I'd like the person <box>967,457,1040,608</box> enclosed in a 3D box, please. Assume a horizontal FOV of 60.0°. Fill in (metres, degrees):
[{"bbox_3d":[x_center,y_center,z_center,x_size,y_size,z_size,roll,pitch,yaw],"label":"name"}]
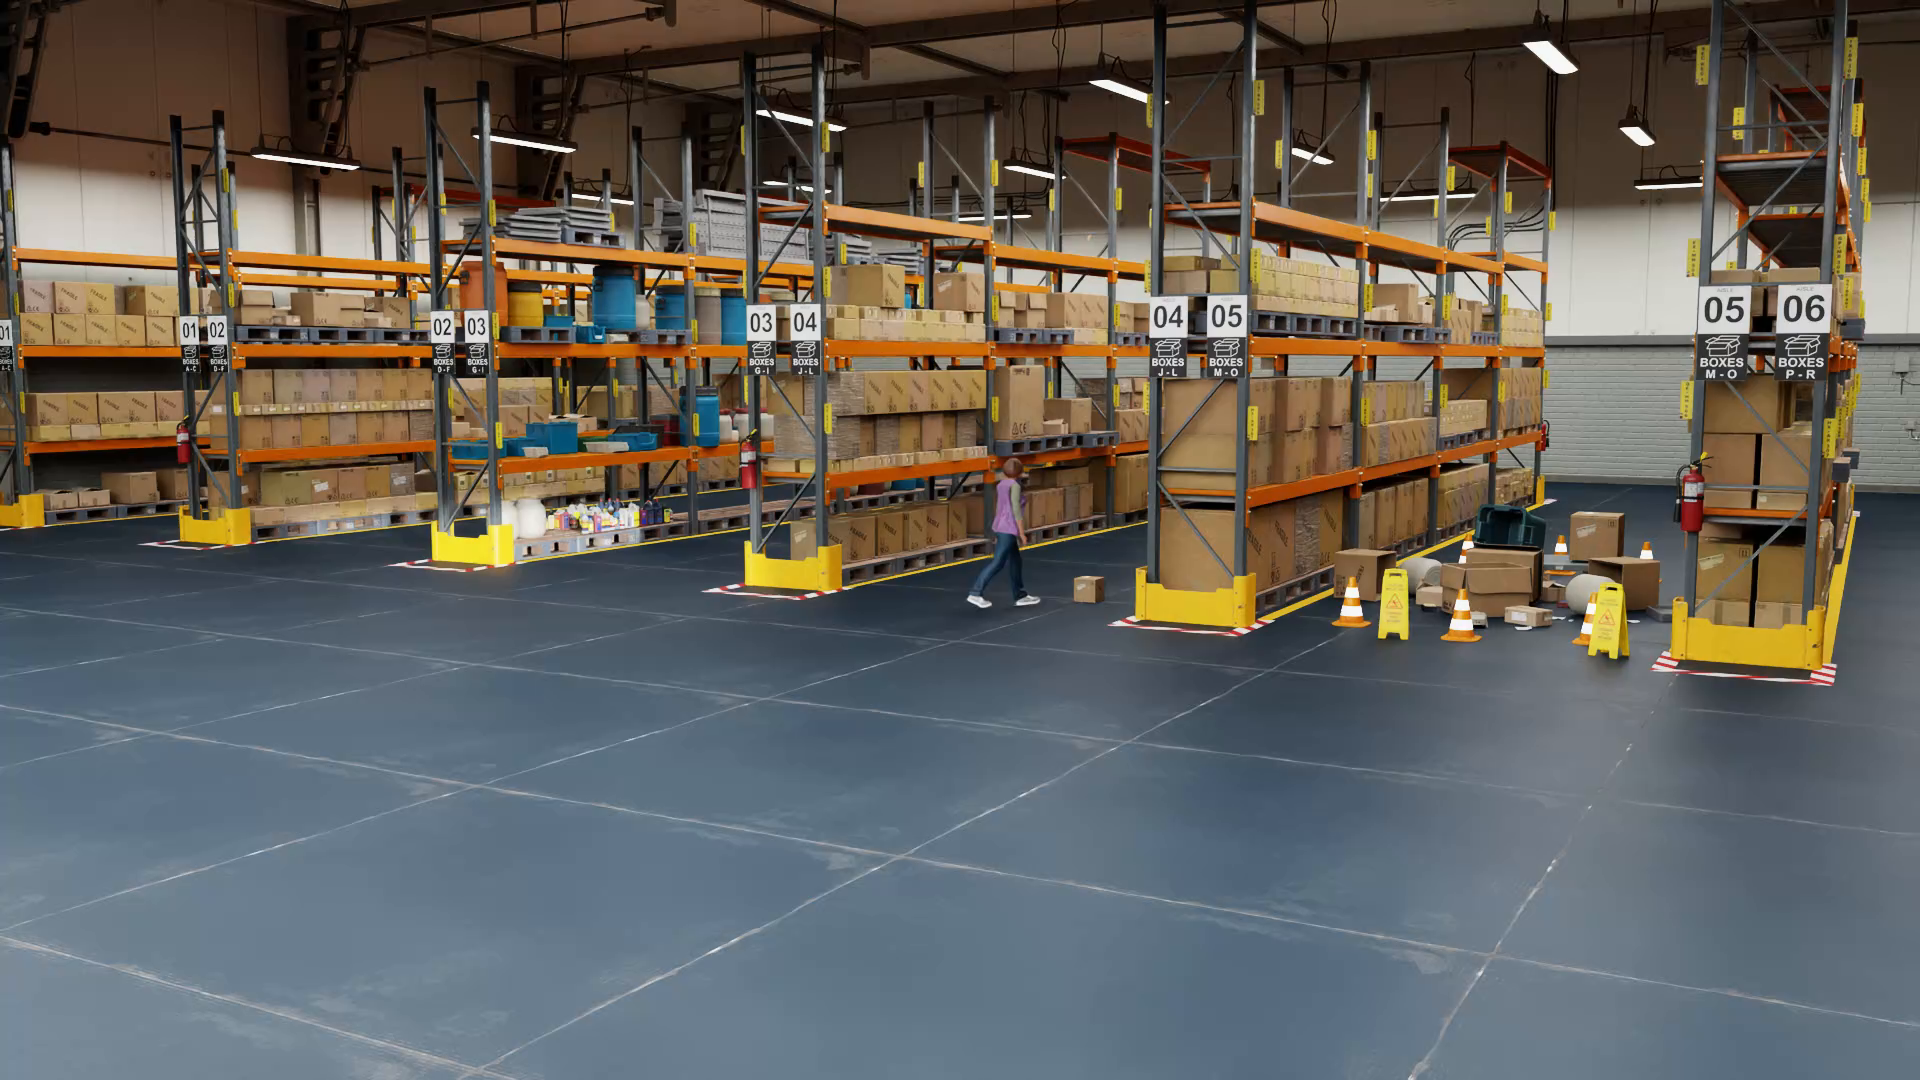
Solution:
[{"bbox_3d":[0.472,-0.070,17.191,0.876,1.557,0.467,-2,6,-17],"label":"person"}]
